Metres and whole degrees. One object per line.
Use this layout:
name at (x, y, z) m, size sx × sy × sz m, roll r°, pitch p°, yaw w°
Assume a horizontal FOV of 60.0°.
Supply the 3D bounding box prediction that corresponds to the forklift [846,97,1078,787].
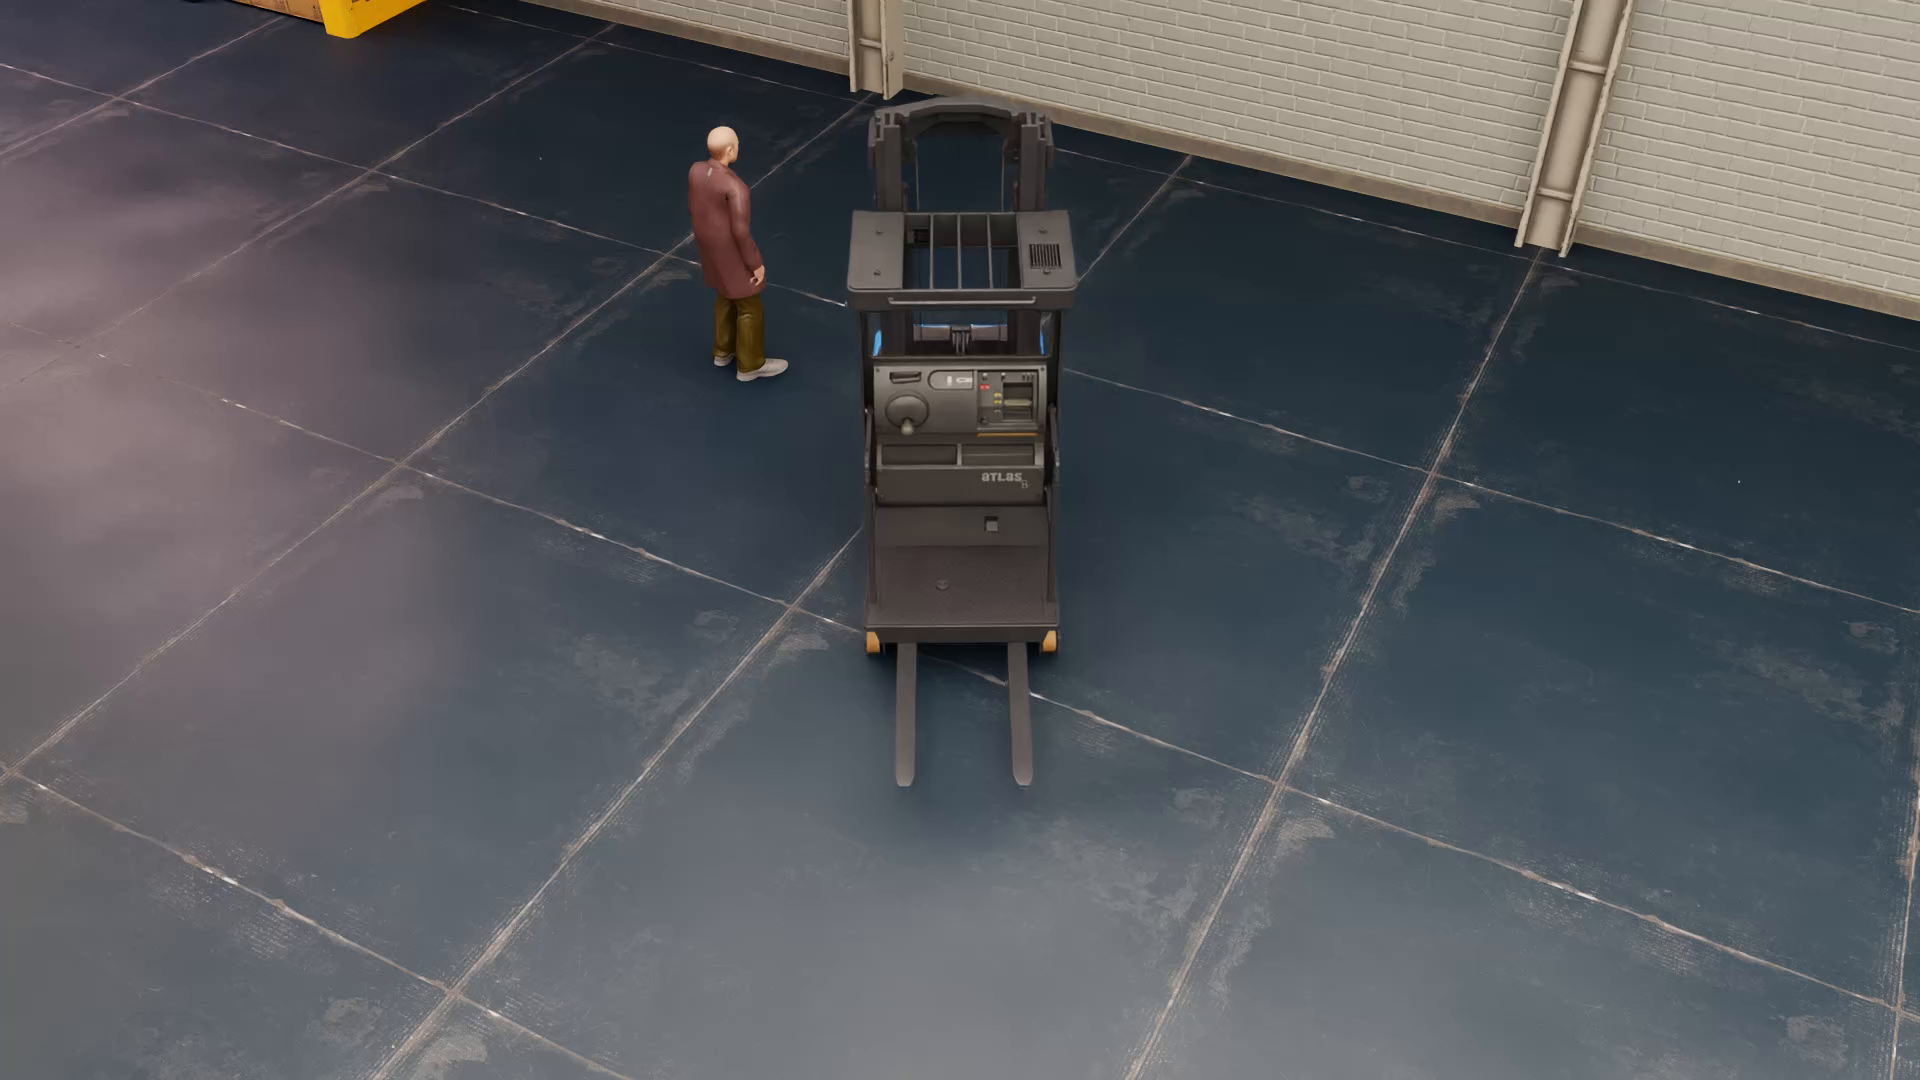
forklift at (0.006, -0.680, 8.793) m, size 1.130 × 2.935 × 3.031 m, roll 0°, pitch 40°, yaw 0°

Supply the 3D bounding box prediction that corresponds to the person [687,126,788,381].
person at (-1.546, -1.928, 11.174) m, size 0.430 × 1.772 × 0.646 m, roll -31°, pitch 49°, yaw -31°
